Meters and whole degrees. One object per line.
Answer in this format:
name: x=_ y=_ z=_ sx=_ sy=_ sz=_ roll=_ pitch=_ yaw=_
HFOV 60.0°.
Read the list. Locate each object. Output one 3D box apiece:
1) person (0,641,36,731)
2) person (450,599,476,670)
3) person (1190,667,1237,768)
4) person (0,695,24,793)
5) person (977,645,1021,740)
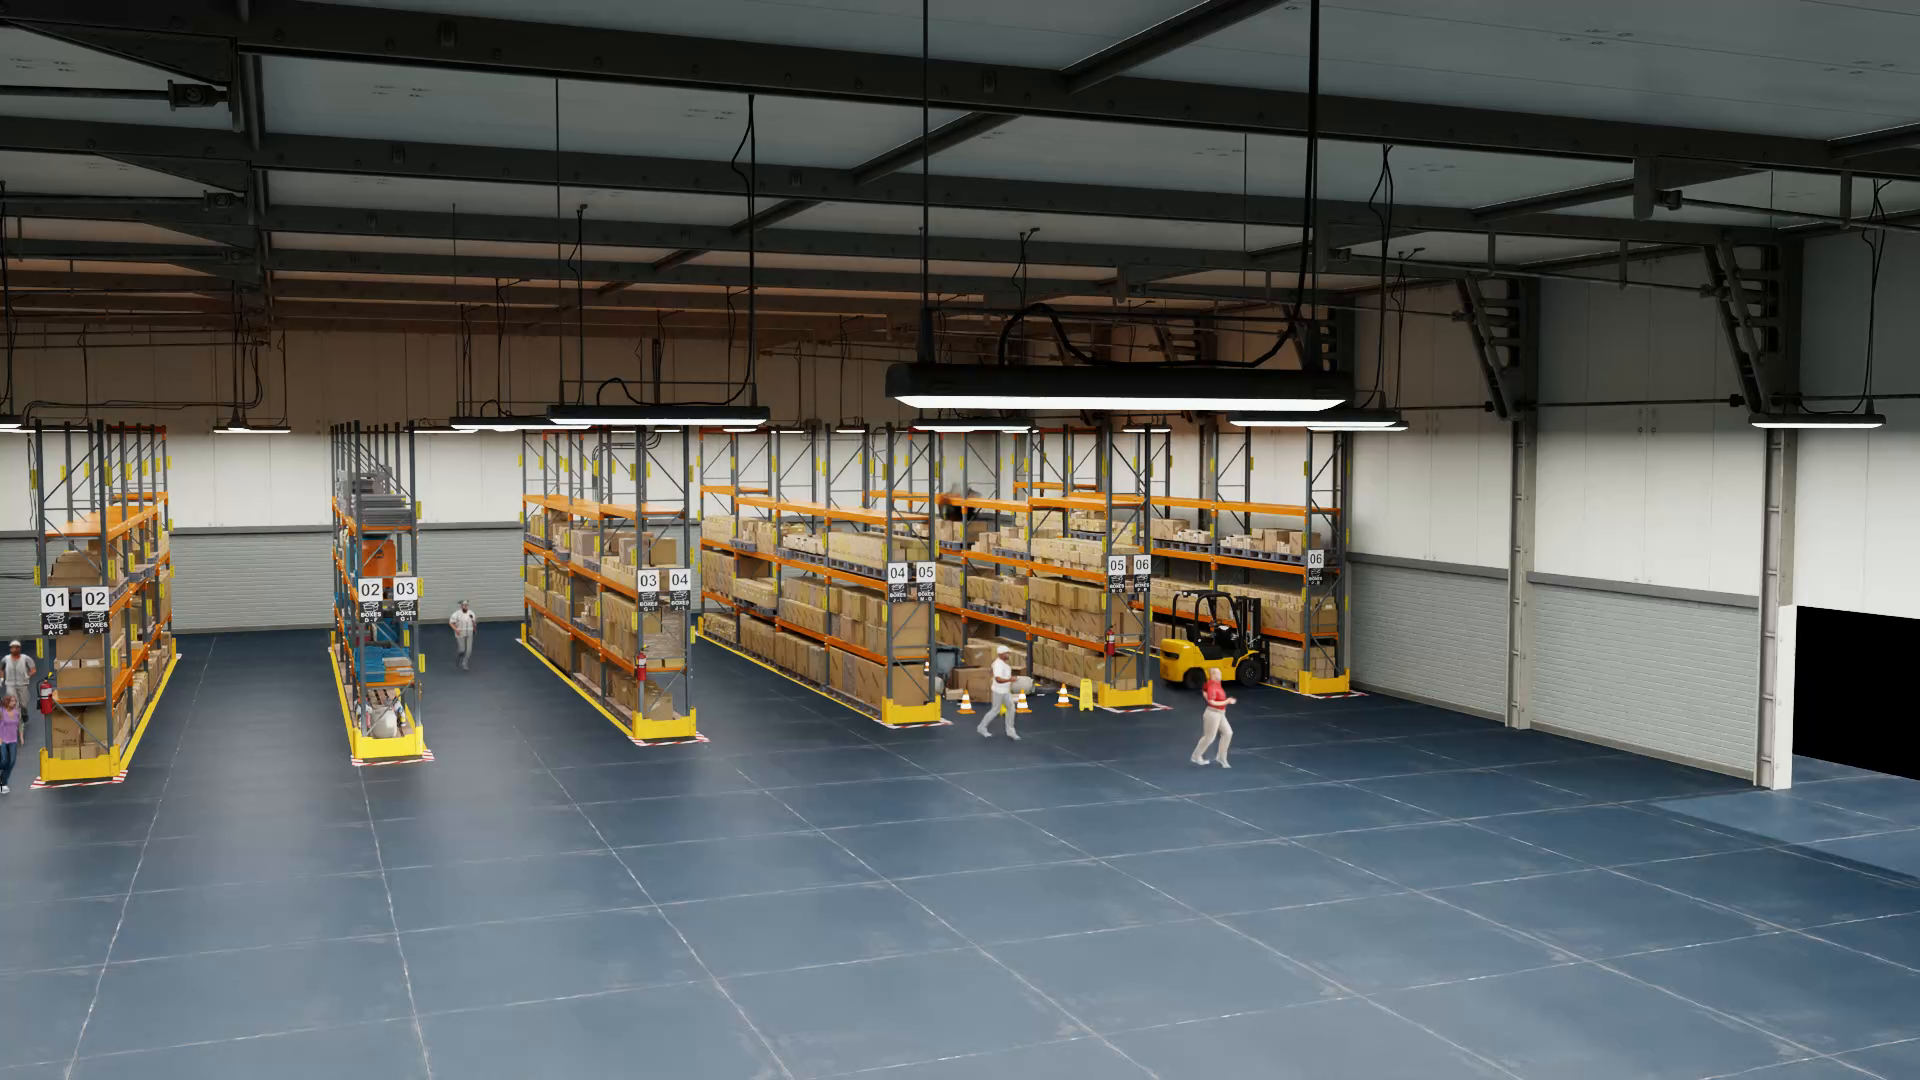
person: x=-18.342 y=2.827 z=32.353 sx=0.651 sy=1.747 sz=0.692 roll=-2 pitch=4 yaw=-24
person: x=-12.124 y=2.309 z=40.695 sx=0.641 sy=1.736 sz=0.596 roll=-3 pitch=4 yaw=-35
person: x=4.378 y=3.089 z=28.648 sx=0.795 sy=1.796 sz=0.640 roll=1 pitch=4 yaw=21
person: x=-15.428 y=3.276 z=26.886 sx=0.499 sy=1.551 sz=0.580 roll=1 pitch=4 yaw=22
person: x=0.750 y=2.885 z=31.365 sx=0.856 sy=1.816 sz=0.650 roll=1 pitch=4 yaw=17
